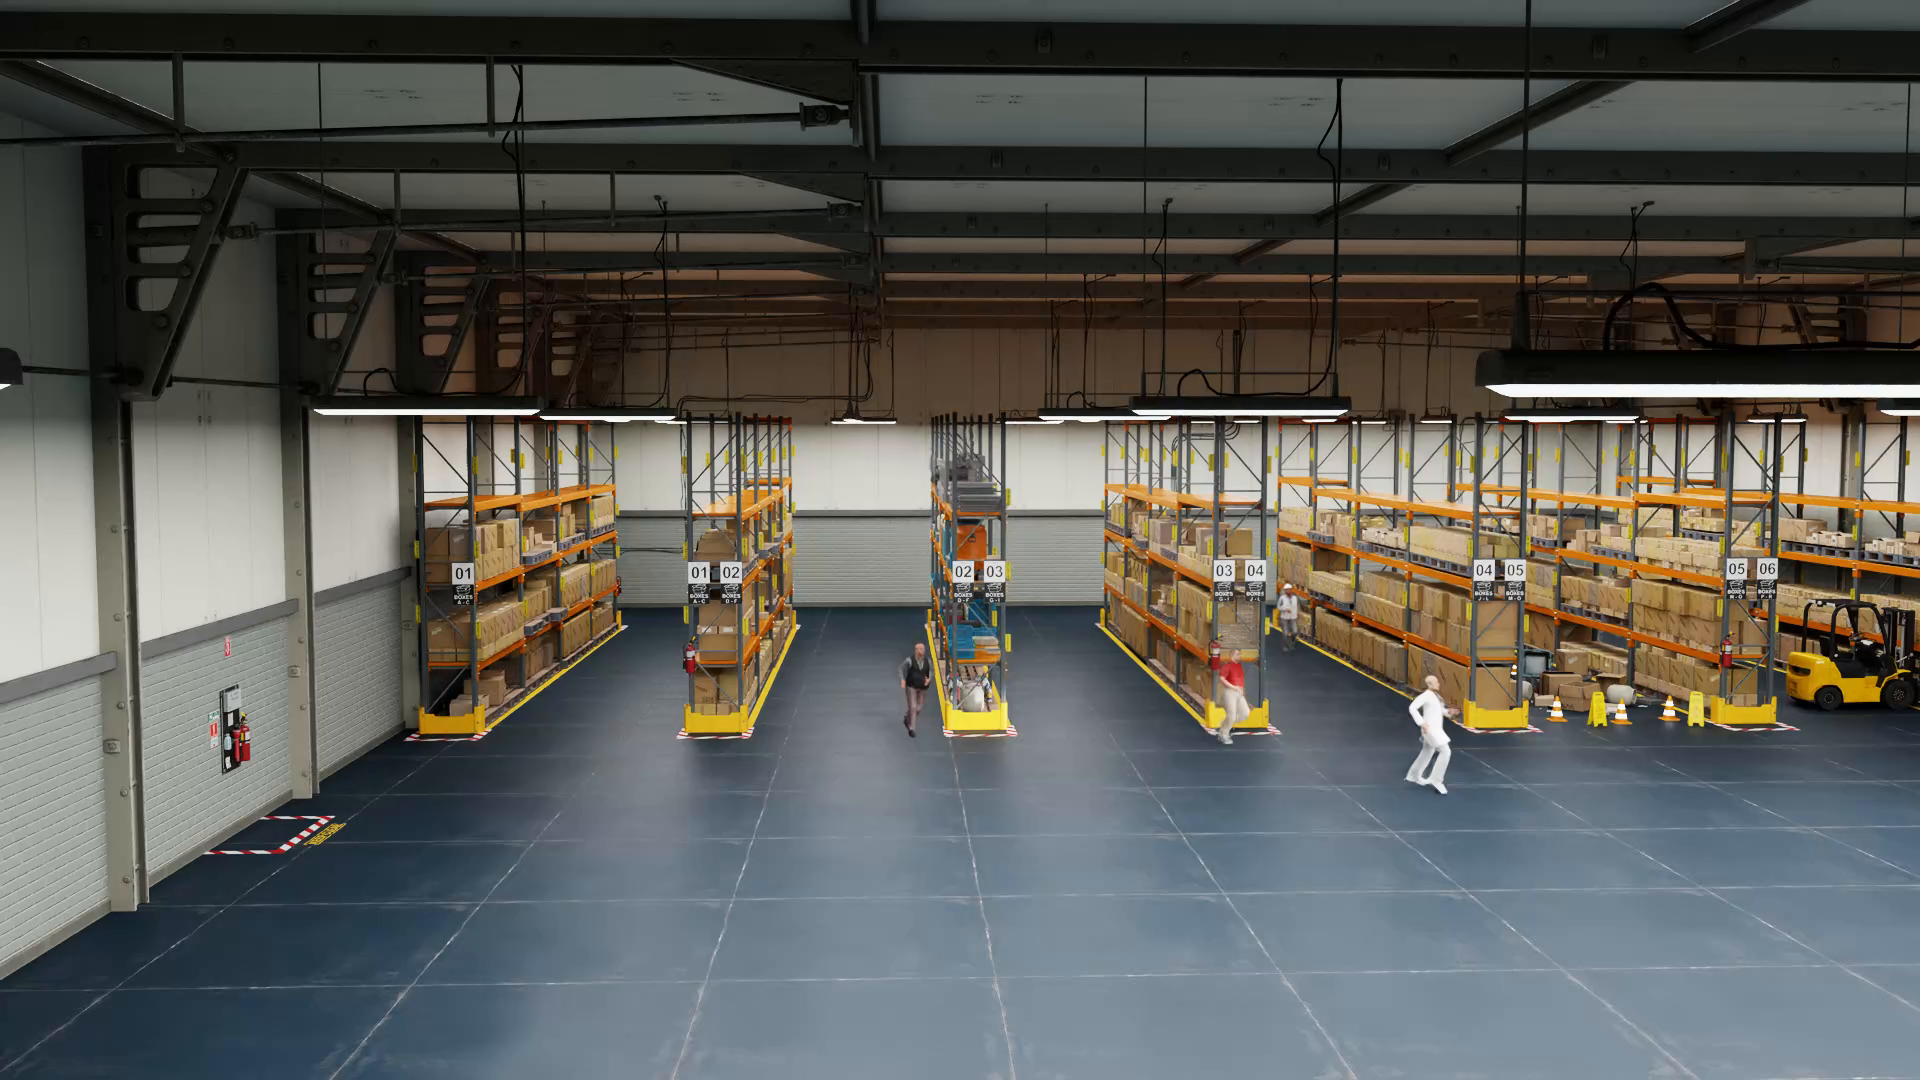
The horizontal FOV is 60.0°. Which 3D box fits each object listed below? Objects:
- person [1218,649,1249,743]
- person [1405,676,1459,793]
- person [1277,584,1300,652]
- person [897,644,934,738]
[{"bbox_3d":[5.016,2.828,30.235,0.530,1.686,0.681,4,5,43],"label":"person"},{"bbox_3d":[7.440,3.059,26.208,0.819,1.845,0.673,2,4,25],"label":"person"},{"bbox_3d":[8.341,1.977,42.075,0.637,1.734,0.641,0,4,-3],"label":"person"},{"bbox_3d":[-0.808,2.779,31.026,0.698,1.699,0.822,-2,4,-22],"label":"person"}]
